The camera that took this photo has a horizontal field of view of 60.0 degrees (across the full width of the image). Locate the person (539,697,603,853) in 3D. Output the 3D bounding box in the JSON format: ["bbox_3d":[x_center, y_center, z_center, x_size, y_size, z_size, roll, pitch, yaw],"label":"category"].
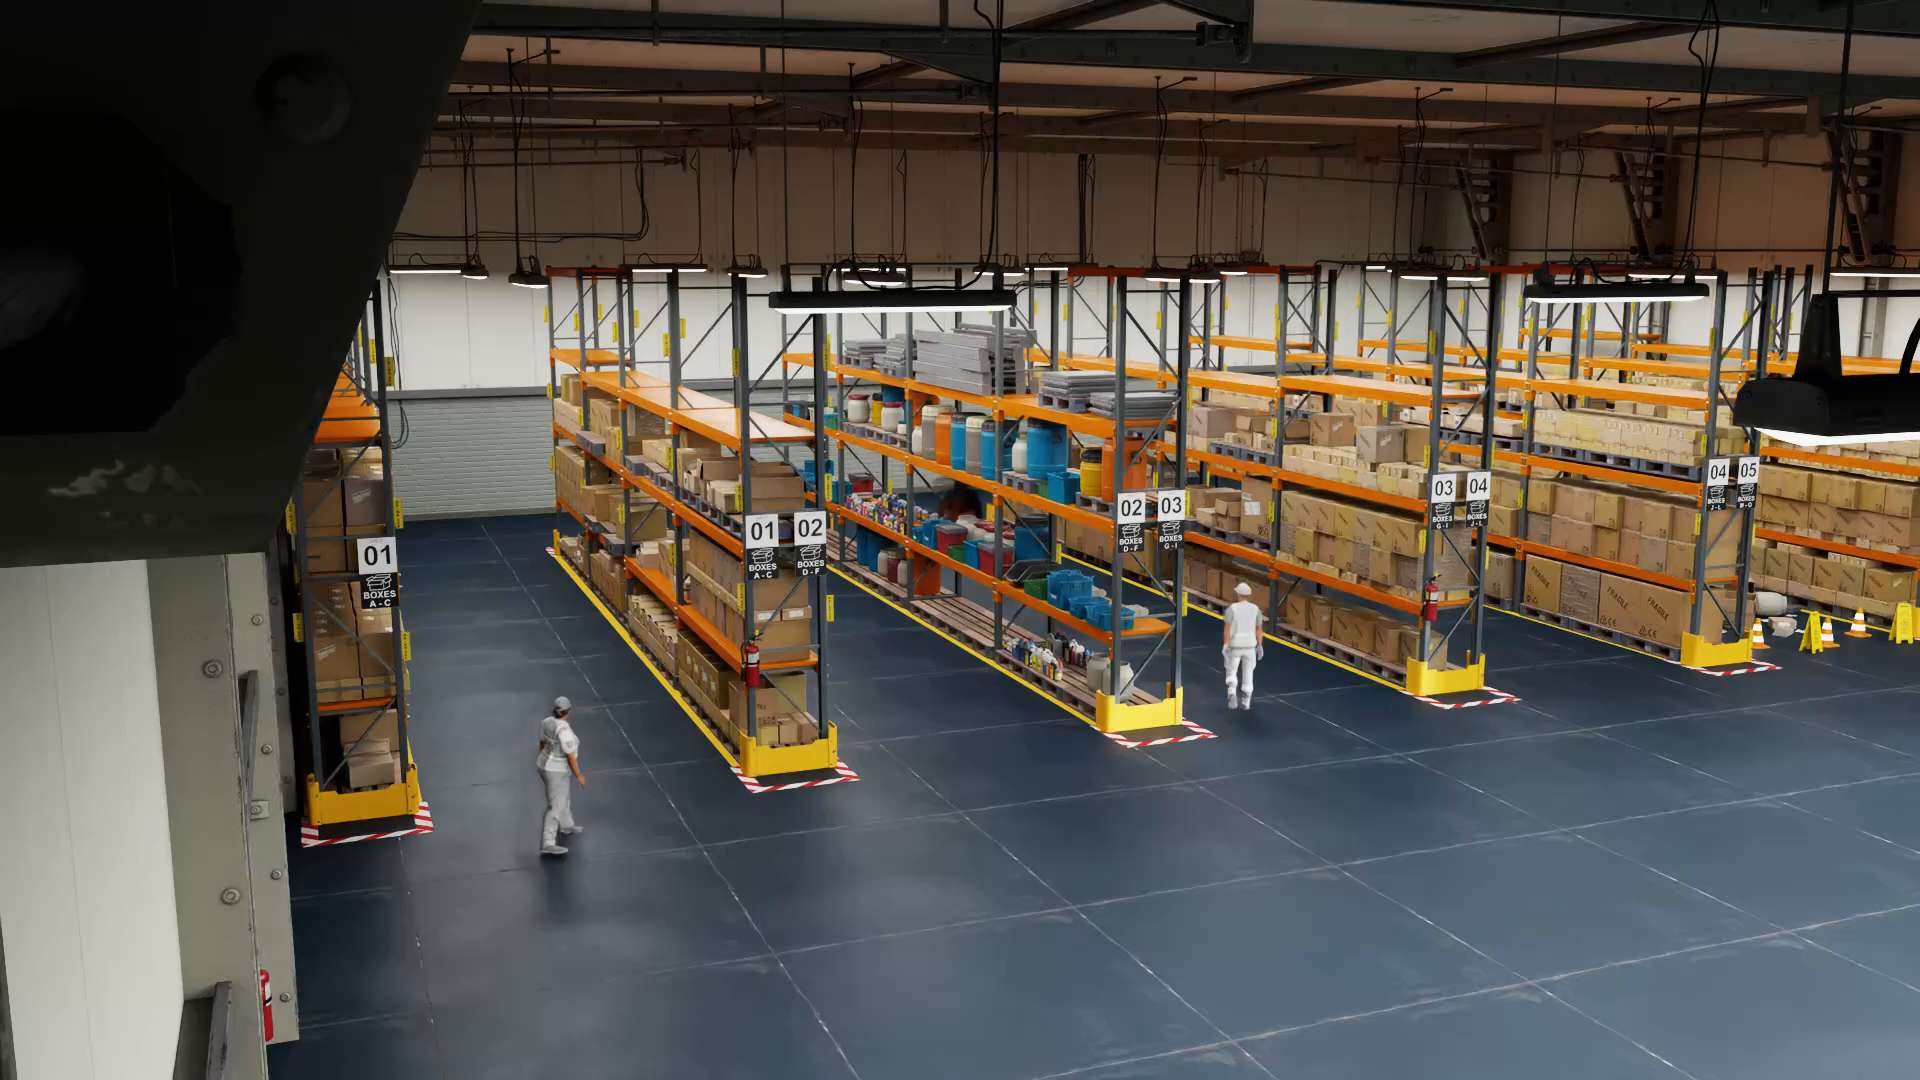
[{"bbox_3d":[-4.168,2.457,17.799,0.812,1.632,0.664,-5,11,-28],"label":"person"}]

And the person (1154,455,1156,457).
[{"bbox_3d":[4.641,-1.203,38.898,0.464,1.631,0.917,-2,10,-11],"label":"person"}]

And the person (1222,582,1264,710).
[{"bbox_3d":[3.918,1.477,22.993,0.557,1.781,0.562,3,10,15],"label":"person"}]
